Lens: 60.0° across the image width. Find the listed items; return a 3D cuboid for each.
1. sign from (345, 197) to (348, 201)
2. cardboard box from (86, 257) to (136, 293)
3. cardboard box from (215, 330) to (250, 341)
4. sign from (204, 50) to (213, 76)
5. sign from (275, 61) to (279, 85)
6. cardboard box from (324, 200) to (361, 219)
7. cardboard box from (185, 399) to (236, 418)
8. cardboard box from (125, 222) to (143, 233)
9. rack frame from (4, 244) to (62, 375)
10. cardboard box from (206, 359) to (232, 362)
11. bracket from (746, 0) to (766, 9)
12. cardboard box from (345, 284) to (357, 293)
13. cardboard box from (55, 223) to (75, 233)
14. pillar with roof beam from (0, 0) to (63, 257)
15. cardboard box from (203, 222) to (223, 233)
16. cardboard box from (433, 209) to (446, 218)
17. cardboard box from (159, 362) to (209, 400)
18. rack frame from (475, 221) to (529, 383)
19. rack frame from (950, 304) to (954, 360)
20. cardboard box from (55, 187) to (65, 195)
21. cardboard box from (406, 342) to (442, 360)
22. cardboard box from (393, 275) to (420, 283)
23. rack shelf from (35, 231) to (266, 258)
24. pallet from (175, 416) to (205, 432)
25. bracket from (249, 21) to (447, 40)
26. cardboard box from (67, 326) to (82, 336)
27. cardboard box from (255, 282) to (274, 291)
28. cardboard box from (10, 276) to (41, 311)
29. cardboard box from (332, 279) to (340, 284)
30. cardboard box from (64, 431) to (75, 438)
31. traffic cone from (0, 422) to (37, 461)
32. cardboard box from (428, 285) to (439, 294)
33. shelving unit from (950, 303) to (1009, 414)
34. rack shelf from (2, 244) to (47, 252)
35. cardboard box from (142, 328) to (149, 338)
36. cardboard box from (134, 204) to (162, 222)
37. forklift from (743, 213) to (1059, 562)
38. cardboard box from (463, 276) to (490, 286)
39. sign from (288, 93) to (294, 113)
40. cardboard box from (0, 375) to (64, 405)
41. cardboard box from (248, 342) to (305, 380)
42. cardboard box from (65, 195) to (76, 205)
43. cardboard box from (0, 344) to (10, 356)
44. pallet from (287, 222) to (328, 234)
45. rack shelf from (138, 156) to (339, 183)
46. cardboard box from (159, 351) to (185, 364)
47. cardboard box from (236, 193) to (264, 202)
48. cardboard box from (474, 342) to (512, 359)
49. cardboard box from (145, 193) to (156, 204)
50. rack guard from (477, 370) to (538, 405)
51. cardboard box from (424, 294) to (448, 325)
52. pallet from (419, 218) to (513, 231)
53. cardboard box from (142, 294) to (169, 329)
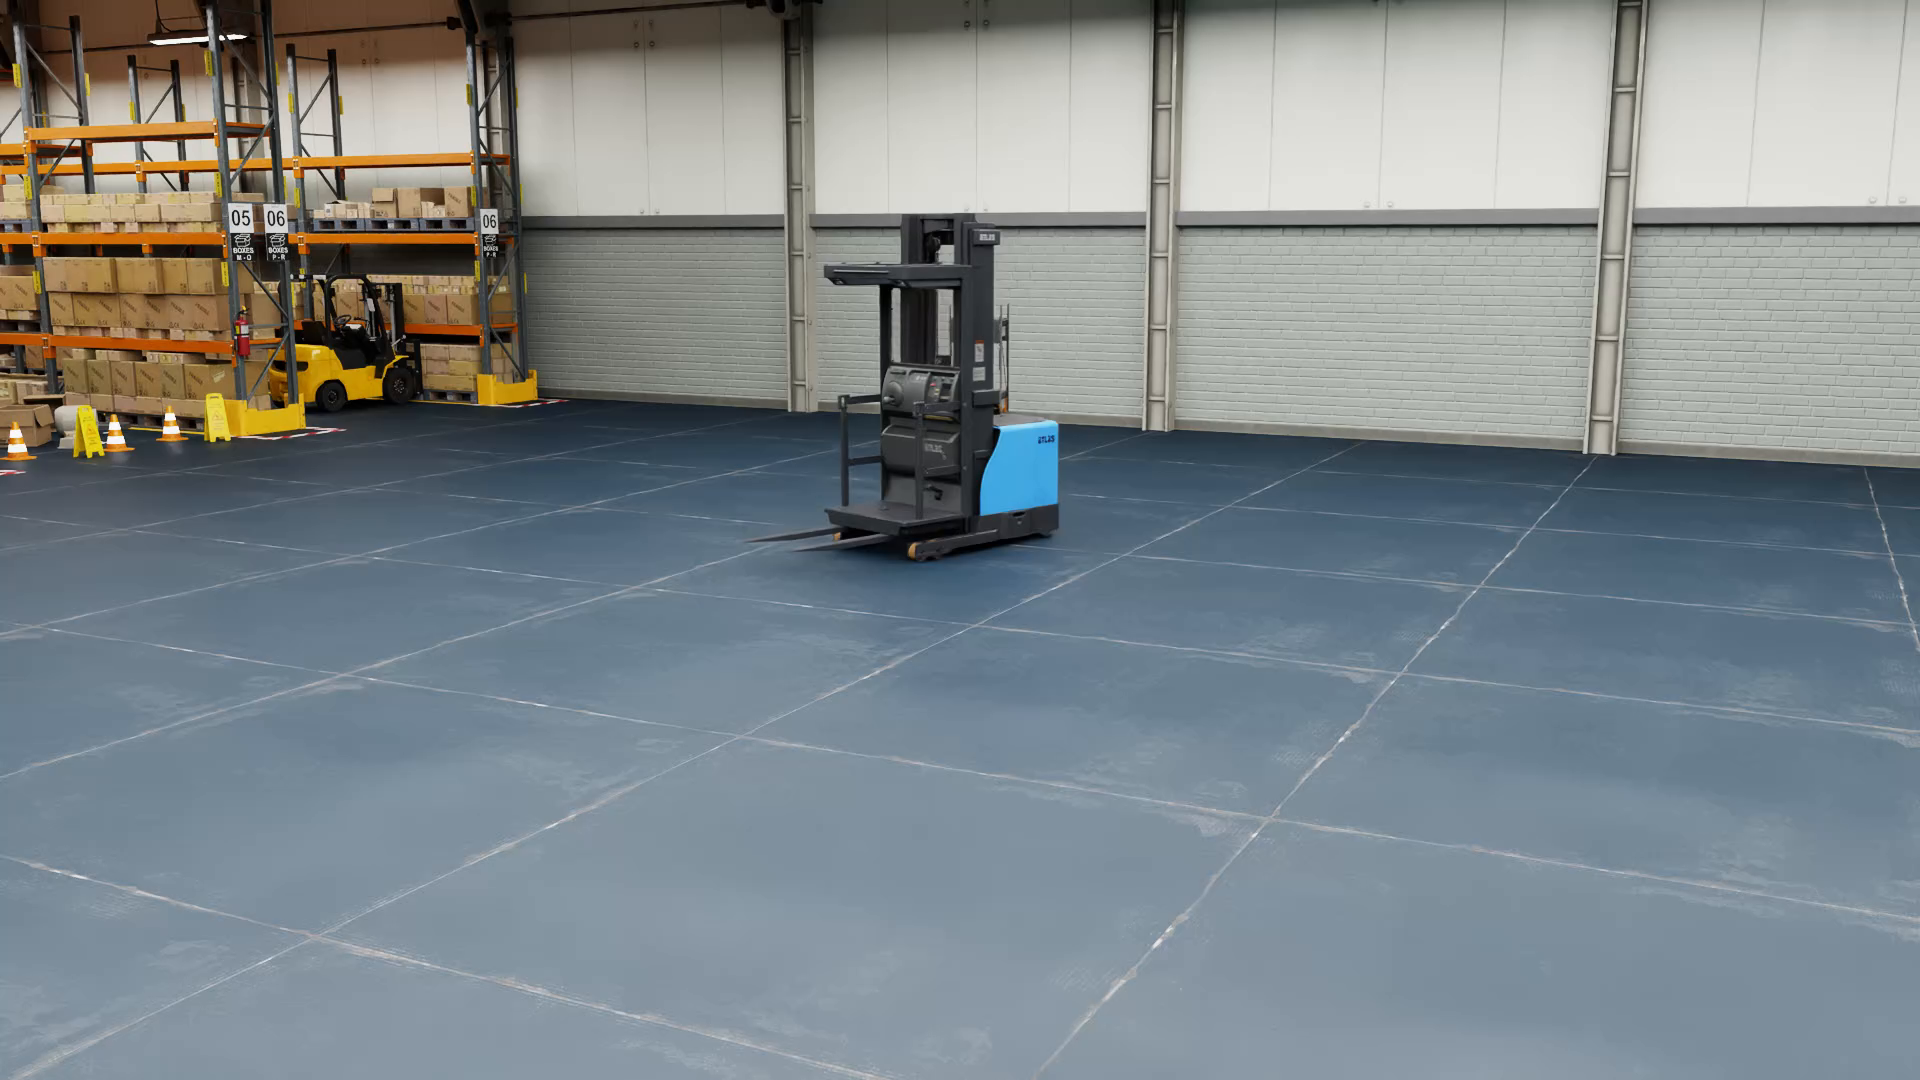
[{"bbox_3d":[-11.009,-5.990,29.810,0.005,0.325,0.100,5,11,26],"label":"sign"},{"bbox_3d":[-12.261,-3.870,24.267,0.500,0.500,0.700,5,11,25],"label":"cardboard box"},{"bbox_3d":[-10.289,-2.896,23.513,0.250,0.149,0.380,5,12,28],"label":"cardboard box"},{"bbox_3d":[-10.123,-6.427,22.404,0.005,0.325,0.100,5,11,26],"label":"sign"},{"bbox_3d":[-9.619,-6.561,23.371,0.005,0.325,0.100,5,11,26],"label":"sign"},{"bbox_3d":[-10.615,-5.716,28.757,0.500,0.311,0.500,5,12,27],"label":"cardboard box"},{"bbox_3d":[-10.725,-1.900,23.849,0.500,0.250,0.500,5,11,26],"label":"cardboard box"},{"bbox_3d":[-11.700,-4.474,23.810,0.250,0.149,0.380,5,11,25],"label":"cardboard box"},{"bbox_3d":[-18.428,-4.763,33.123,0.127,3.000,1.000,5,11,26],"label":"rack frame"},{"bbox_3d":[-10.953,-2.397,24.486,0.500,0.500,0.500,5,11,24],"label":"cardboard box"},{"bbox_3d":[-3.041,-8.242,25.397,0.430,0.232,0.235,5,11,26],"label":"bracket"},{"bbox_3d":[-10.417,-4.366,28.829,0.250,0.149,0.380,5,12,27],"label":"cardboard box"},{"bbox_3d":[-13.066,-4.598,24.496,0.250,0.149,0.380,5,11,26],"label":"cardboard box"},{"bbox_3d":[-20.558,-7.226,29.889,0.548,9.000,9.100,5,11,26],"label":"pillar with roof beam"},{"bbox_3d":[-10.303,-4.360,23.180,0.250,0.149,0.380,5,11,26],"label":"cardboard box"},{"bbox_3d":[-8.544,-5.442,27.700,0.250,0.149,0.380,5,11,24],"label":"cardboard box"},{"bbox_3d":[-11.163,-2.309,24.000,0.500,0.500,0.500,6,12,28],"label":"cardboard box"},{"bbox_3d":[-7.666,-3.817,27.899,0.127,3.000,1.000,5,11,26],"label":"rack frame"},{"bbox_3d":[-0.047,-1.250,16.240,0.015,2.100,0.400,2,11,12],"label":"rack frame"},{"bbox_3d":[-14.245,-5.342,25.739,0.500,0.250,0.500,5,11,25],"label":"cardboard box"},{"bbox_3d":[-9.135,-3.227,28.370,0.500,0.250,0.500,5,11,27],"label":"cardboard box"},{"bbox_3d":[-9.459,-4.446,28.438,0.250,0.149,0.380,5,11,27],"label":"cardboard box"},{"bbox_3d":[-11.653,-4.304,24.184,4.000,0.370,1.077,5,11,26],"label":"rack shelf"},{"bbox_3d":[-10.640,-1.728,24.183,1.213,0.211,1.003,5,11,26],"label":"pallet"},{"bbox_3d":[-10.732,-8.918,29.131,4.783,0.066,0.076,5,11,26],"label":"bracket"},{"bbox_3d":[-13.056,-3.128,24.796,0.250,0.149,0.380,5,12,27],"label":"cardboard box"},{"bbox_3d":[-12.388,-4.537,29.773,0.250,0.149,0.380,5,11,24],"label":"cardboard box"},{"bbox_3d":[-13.962,-3.741,25.184,0.500,0.500,0.500,5,11,25],"label":"cardboard box"},{"bbox_3d":[-10.817,-4.571,29.128,0.250,0.149,0.380,5,11,27],"label":"cardboard box"},{"bbox_3d":[-11.928,-1.402,22.558,0.380,0.149,0.250,-7,12,-33],"label":"cardboard box"},{"bbox_3d":[-11.807,-1.246,20.815,0.334,0.463,0.336,5,11,26],"label":"traffic cone"},{"bbox_3d":[-8.767,-4.235,28.106,0.250,0.149,0.380,5,11,25],"label":"cardboard box"},{"bbox_3d":[0.191,-1.240,16.188,0.503,2.100,0.431,2,11,12],"label":"shelving unit"},{"bbox_3d":[-20.221,-6.042,33.791,4.000,0.370,1.077,5,11,26],"label":"rack shelf"},{"bbox_3d":[-11.652,-3.019,24.196,0.250,0.149,0.380,5,11,26],"label":"cardboard box"},{"bbox_3d":[-11.355,-4.650,23.663,0.500,0.250,0.500,5,12,27],"label":"cardboard box"},{"bbox_3d":[-0.496,-1.361,14.520,3.031,2.935,1.130,-10,14,-43],"label":"forklift"},{"bbox_3d":[-8.081,-4.326,27.775,0.250,0.149,0.380,5,11,26],"label":"cardboard box"},{"bbox_3d":[-11.483,-7.495,28.532,0.005,0.325,0.100,5,11,26],"label":"sign"},{"bbox_3d":[-14.564,-2.350,25.991,0.625,0.372,0.950,6,12,29],"label":"cardboard box"},{"bbox_3d":[-12.419,-3.272,30.376,0.625,0.625,0.875,5,11,25],"label":"cardboard box"},{"bbox_3d":[-12.830,-4.969,24.307,0.250,0.149,0.380,5,11,24],"label":"cardboard box"},{"bbox_3d":[-19.828,-3.836,33.842,0.500,0.500,0.700,5,11,24],"label":"cardboard box"},{"bbox_3d":[-12.050,-5.582,29.763,1.217,0.209,0.805,5,11,24],"label":"pallet"},{"bbox_3d":[-13.047,-6.691,30.076,4.000,0.370,1.077,5,11,26],"label":"rack shelf"},{"bbox_3d":[-11.276,-2.626,23.931,0.250,0.149,0.380,5,12,27],"label":"cardboard box"},{"bbox_3d":[-10.088,-4.829,23.536,0.250,0.149,0.380,5,11,25],"label":"cardboard box"},{"bbox_3d":[-8.014,-3.231,28.393,0.500,0.250,0.500,5,11,25],"label":"cardboard box"},{"bbox_3d":[-11.388,-4.865,23.735,0.250,0.149,0.380,5,11,24],"label":"cardboard box"},{"bbox_3d":[-7.645,-2.585,28.111,0.348,0.500,1.175,5,11,26],"label":"rack guard"},{"bbox_3d":[-8.685,-3.906,28.106,0.500,0.500,0.500,5,12,28],"label":"cardboard box"},{"bbox_3d":[-8.289,-5.310,27.970,1.213,0.211,1.003,5,11,26],"label":"pallet"},{"bbox_3d":[-11.362,-3.299,23.917,0.500,0.500,0.500,5,11,26],"label":"cardboard box"}]
